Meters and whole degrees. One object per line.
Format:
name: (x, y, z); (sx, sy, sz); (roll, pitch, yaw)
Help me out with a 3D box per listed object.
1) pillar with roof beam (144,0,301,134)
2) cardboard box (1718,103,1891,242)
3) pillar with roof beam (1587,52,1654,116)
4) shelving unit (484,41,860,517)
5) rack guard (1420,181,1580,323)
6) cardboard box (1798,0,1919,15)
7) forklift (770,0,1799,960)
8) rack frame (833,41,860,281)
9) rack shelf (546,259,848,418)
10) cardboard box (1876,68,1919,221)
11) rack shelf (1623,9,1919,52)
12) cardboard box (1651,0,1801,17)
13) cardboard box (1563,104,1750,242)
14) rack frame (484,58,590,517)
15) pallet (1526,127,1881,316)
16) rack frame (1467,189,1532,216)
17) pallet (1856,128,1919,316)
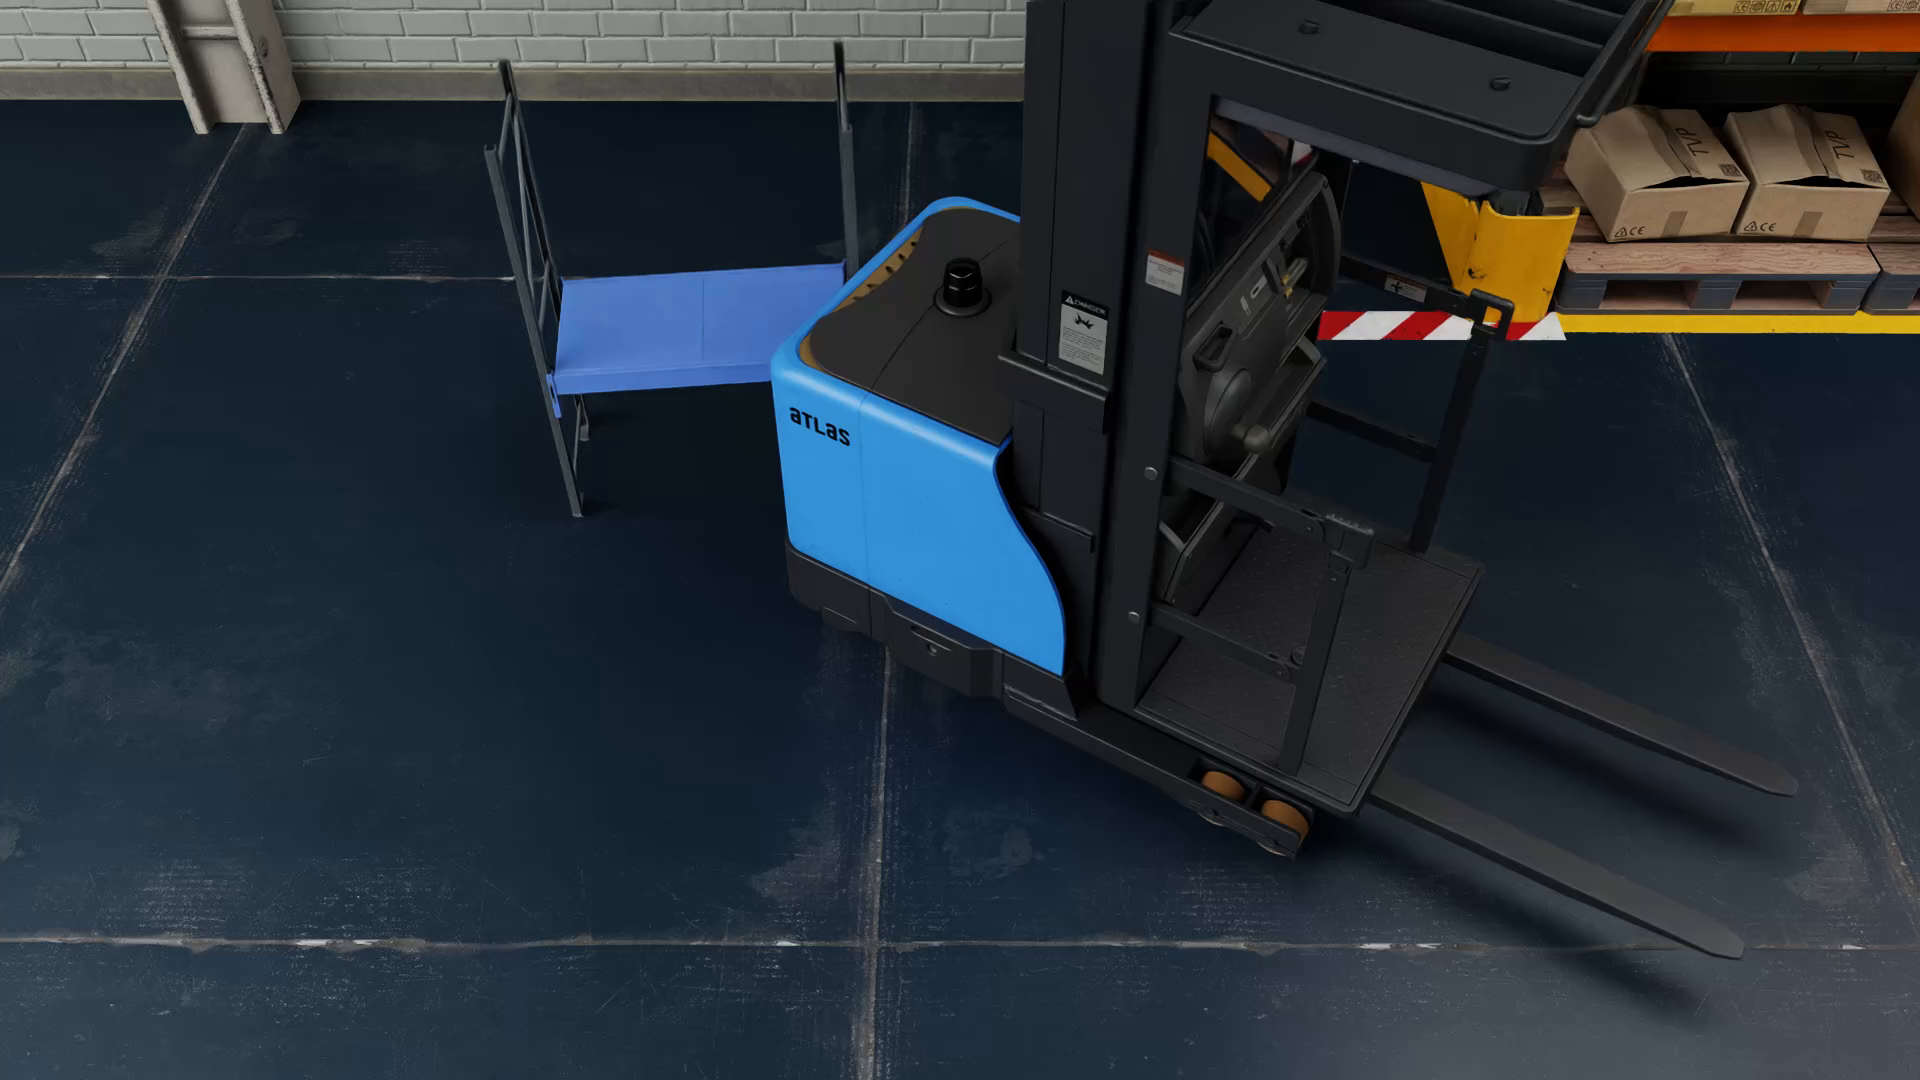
pillar with roof beam: (-3.239, -1.847, 1.321); (0.400, 9.000, 9.100); (0, 47, 0)
cardboard box: (3.335, -1.471, 6.606); (0.500, 0.311, 0.500); (4, 47, 3)
pillar with roof beam: (2.760, -1.831, 1.306); (0.400, 9.000, 9.100); (0, 47, 0)
shelving unit: (-0.857, -0.810, 5.479); (1.048, 1.500, 0.538); (-4, 47, -4)
rack guard: (2.149, -1.455, 6.762); (0.348, 0.500, 1.175); (0, 47, 0)
cardboard box: (3.079, -2.037, 5.686); (0.500, 0.250, 0.500); (-1, 47, -1)
forklift: (0.957, -0.524, 4.235); (3.031, 2.935, 1.130); (24, 52, 21)
rack frame: (-0.351, -0.846, 5.513); (0.032, 1.500, 0.500); (-4, 47, -4)
rack shelf: (-0.857, -0.687, 5.611); (1.000, 0.185, 0.538); (-4, 47, -4)
cardboard box: (4.068, -1.497, 6.501); (0.500, 0.500, 0.700); (-3, 47, -2)
rack shelf: (4.073, -2.056, 6.106); (4.000, 0.370, 1.077); (0, 47, 0)
cardboard box: (2.560, -2.028, 5.678); (0.500, 0.250, 0.500); (-1, 47, -1)
cardboard box: (2.765, -1.473, 6.608); (0.500, 0.311, 0.500); (-5, 47, -4)
rack frame: (-1.363, -0.773, 5.445); (0.032, 1.500, 0.500); (-4, 47, -4)
pallet: (2.962, -1.328, 6.842); (1.213, 0.211, 1.003); (0, 47, 0)
rack frame: (2.073, -2.306, 5.848); (0.127, 3.000, 1.000); (0, 47, 0)
pallet: (4.178, -1.323, 6.837); (1.213, 0.211, 1.003); (0, 47, 0)
